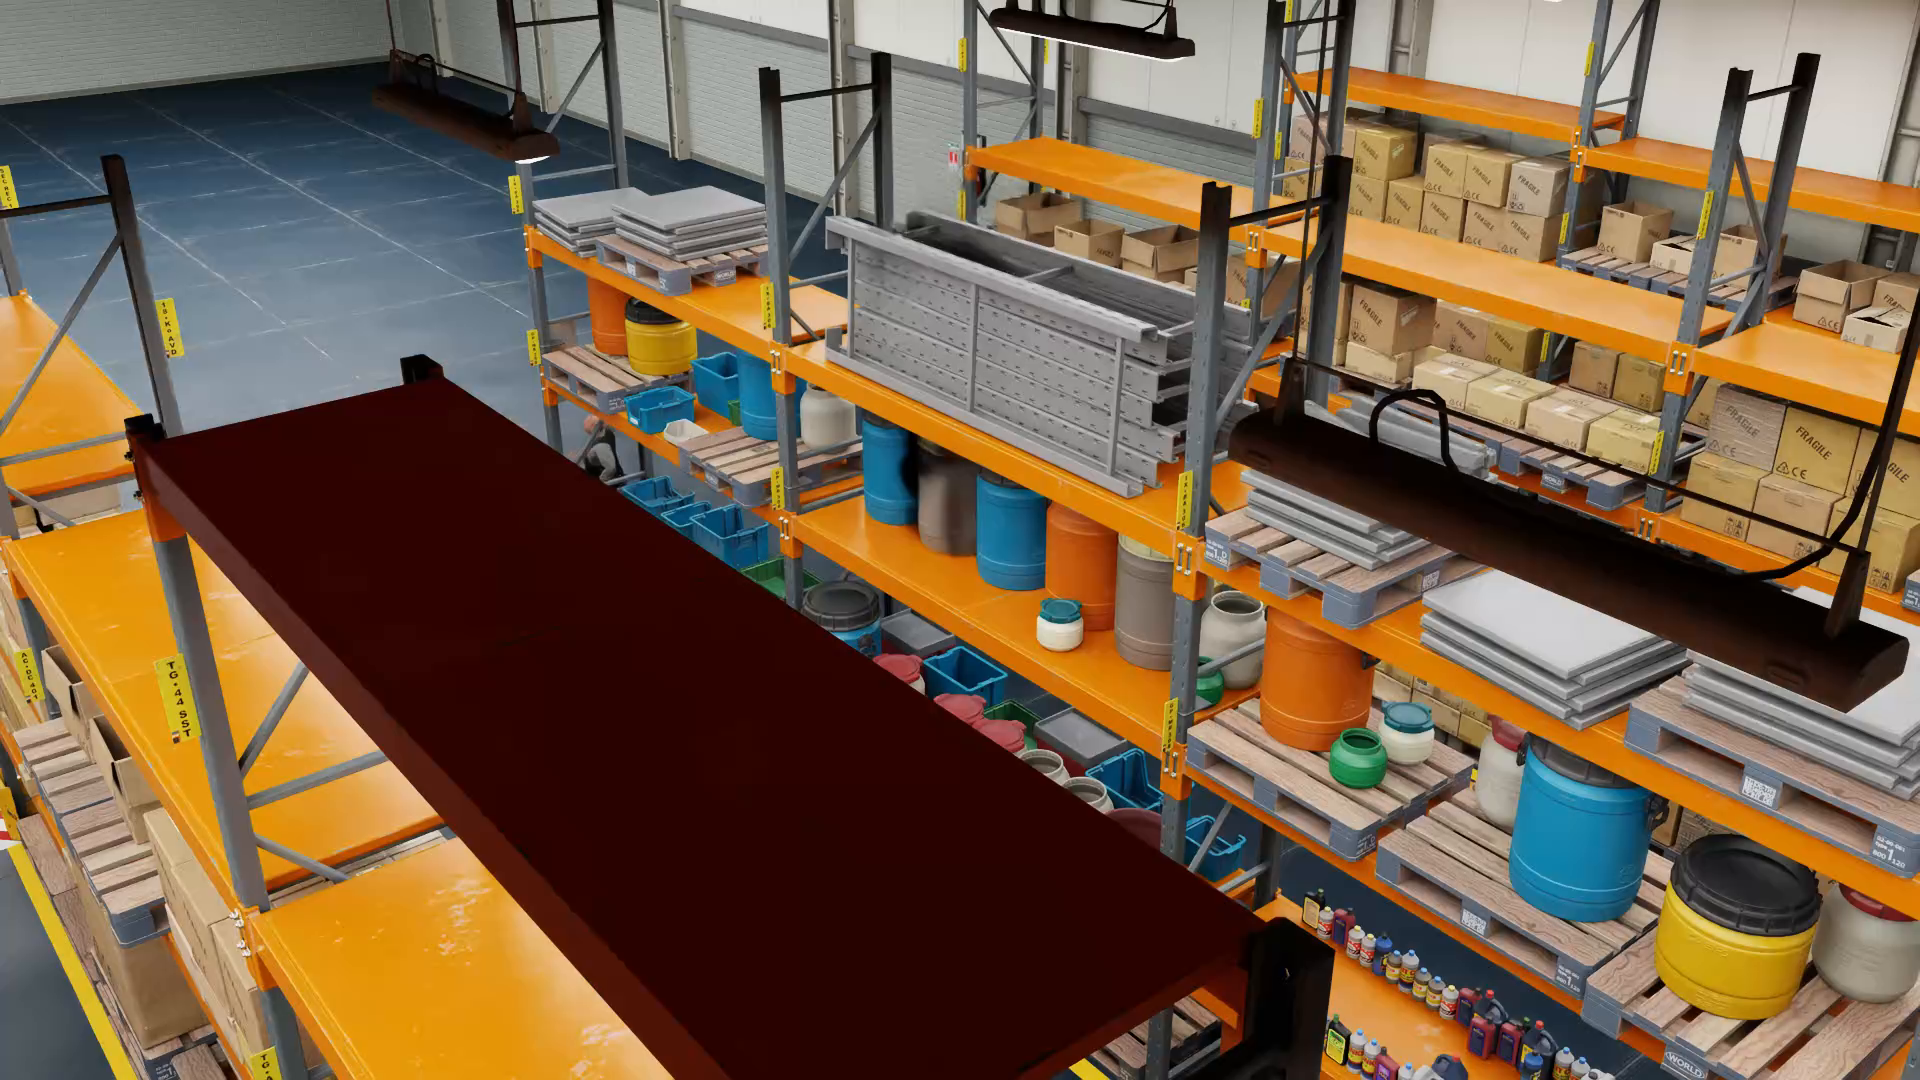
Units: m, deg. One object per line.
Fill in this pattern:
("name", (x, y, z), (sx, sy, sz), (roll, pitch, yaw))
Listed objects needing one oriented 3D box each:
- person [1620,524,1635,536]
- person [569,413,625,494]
("person", (6.097, 0.462, 15.367), (0.598, 1.691, 0.874), (-23, 34, -38))
("person", (-3.765, -0.539, 17.458), (0.685, 1.726, 0.663), (3, 26, 5))
